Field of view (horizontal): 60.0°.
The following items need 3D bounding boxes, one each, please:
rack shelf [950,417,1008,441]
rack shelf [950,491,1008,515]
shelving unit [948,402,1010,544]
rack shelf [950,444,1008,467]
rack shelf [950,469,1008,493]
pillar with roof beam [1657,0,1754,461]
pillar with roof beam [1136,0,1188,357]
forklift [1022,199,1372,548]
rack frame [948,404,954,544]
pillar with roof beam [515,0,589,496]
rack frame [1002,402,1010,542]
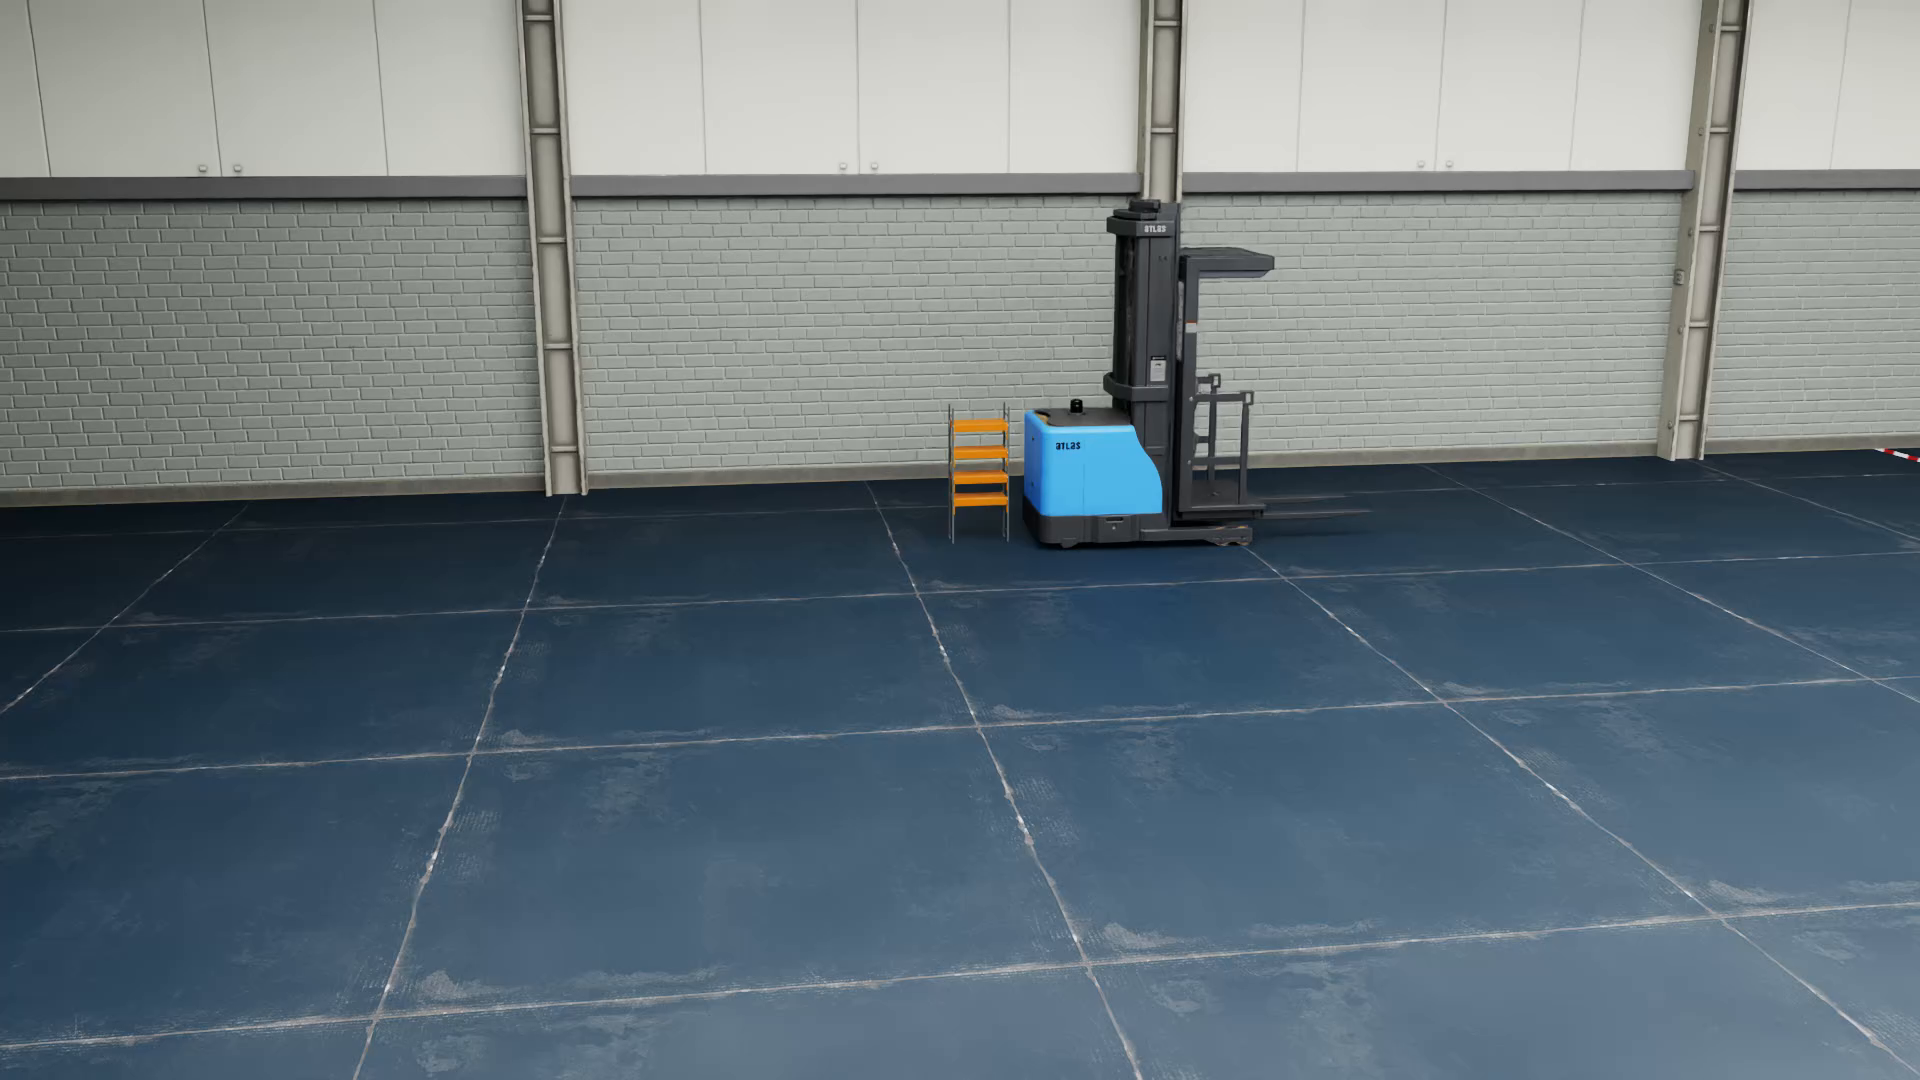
[{"bbox_3d":[0.164,-0.969,14.504,0.480,0.148,0.258,-2,14,-8],"label":"rack shelf"},{"bbox_3d":[0.164,-0.330,14.664,0.480,0.148,0.258,-2,14,-8],"label":"rack shelf"},{"bbox_3d":[0.164,-0.588,14.600,0.503,1.200,0.258,-2,14,-8],"label":"shelving unit"},{"bbox_3d":[0.164,-0.740,14.562,0.480,0.148,0.258,-2,14,-8],"label":"rack shelf"},{"bbox_3d":[0.164,-0.523,14.616,0.480,0.148,0.258,-2,14,-8],"label":"rack shelf"},{"bbox_3d":[8.583,-4.242,13.136,0.400,9.000,9.100,-2,14,-8],"label":"pillar with roof beam"},{"bbox_3d":[2.650,-4.024,12.269,0.400,9.000,9.100,-2,14,-8],"label":"pillar with roof beam"},{"bbox_3d":[2.127,-1.493,14.649,3.031,2.935,1.130,-2,14,-7],"label":"forklift"},{"bbox_3d":[-0.078,-0.579,14.565,0.015,1.200,0.240,-2,14,-8],"label":"rack frame"},{"bbox_3d":[-3.283,-3.807,11.402,0.400,9.000,9.100,-2,14,-8],"label":"pillar with roof beam"},{"bbox_3d":[0.405,-0.597,14.635,0.015,1.200,0.240,-2,14,-8],"label":"rack frame"}]
